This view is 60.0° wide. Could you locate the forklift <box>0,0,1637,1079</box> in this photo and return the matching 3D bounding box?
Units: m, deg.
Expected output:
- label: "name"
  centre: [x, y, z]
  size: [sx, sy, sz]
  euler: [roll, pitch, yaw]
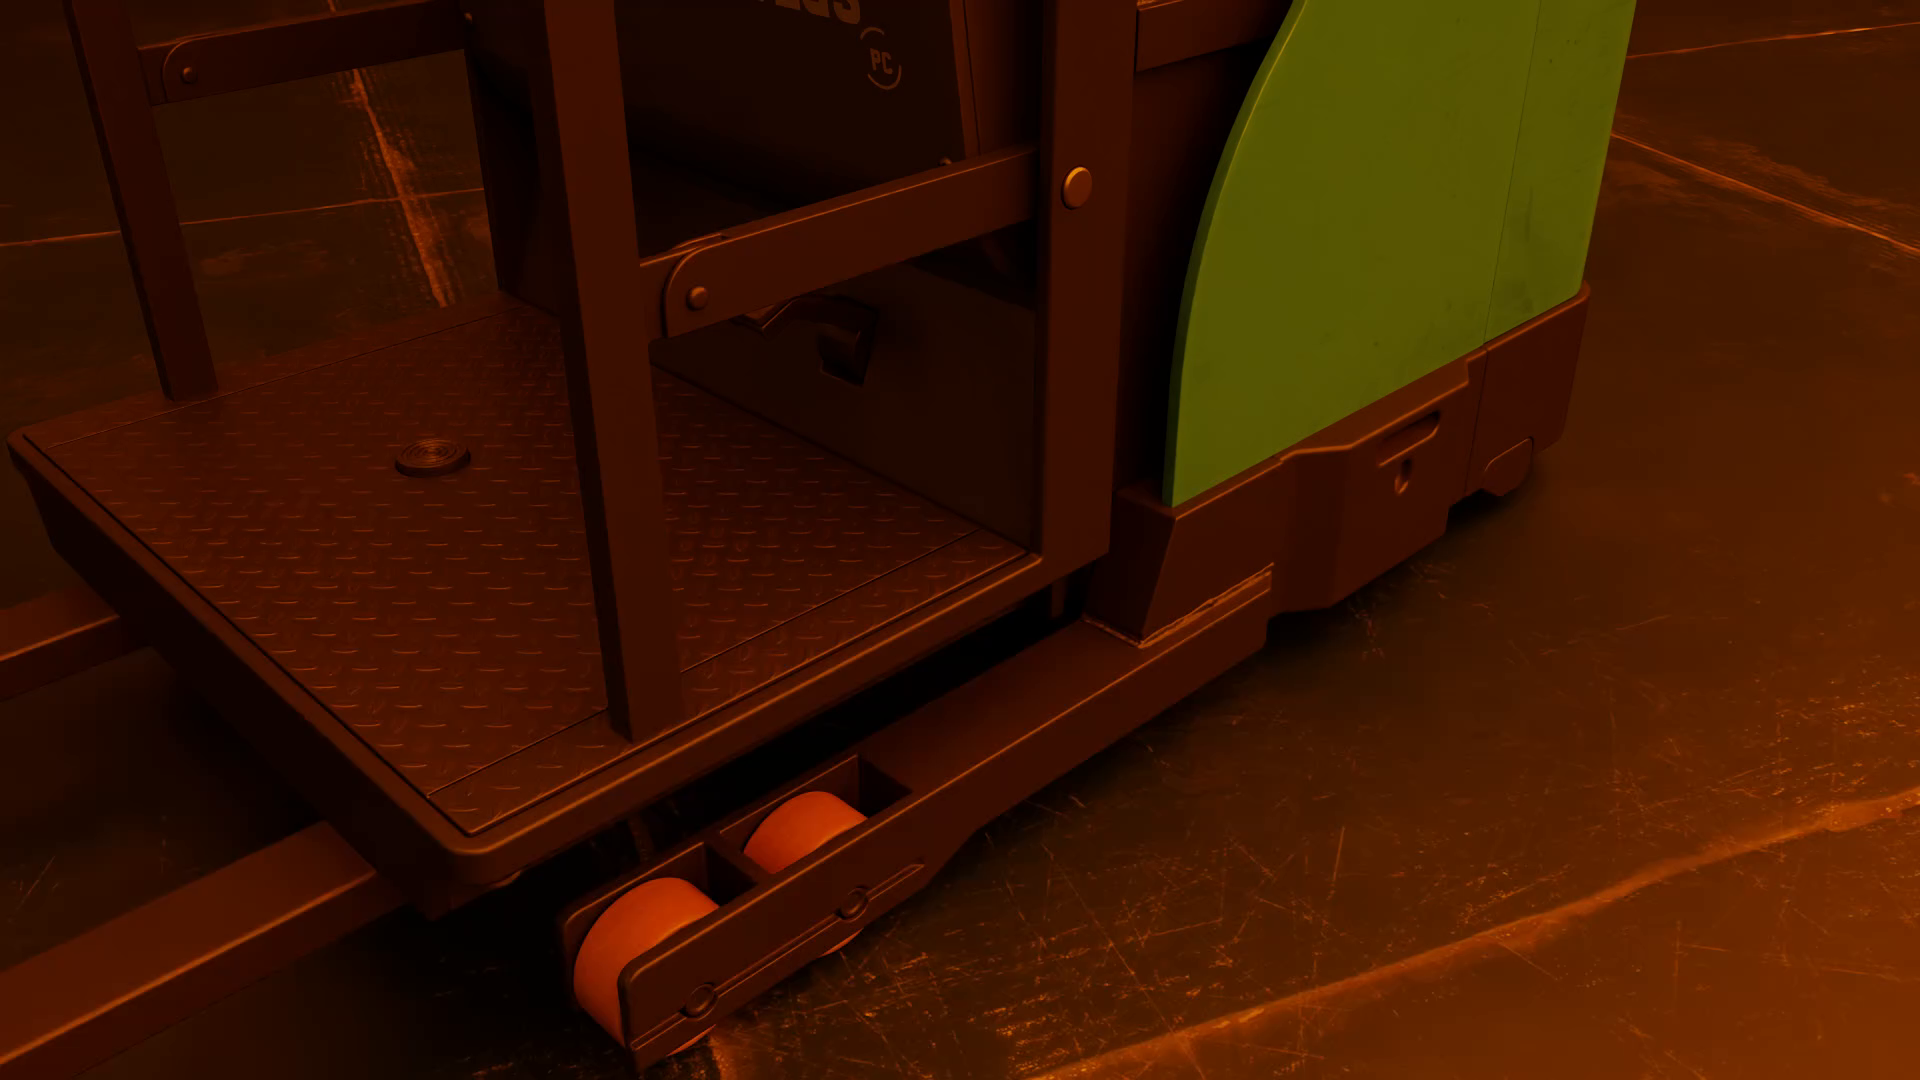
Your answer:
- label: "forklift"
  centre: [-0.435, -1.063, 1.405]
  size: [3.031, 2.935, 1.130]
  euler: [-26, 39, -37]
